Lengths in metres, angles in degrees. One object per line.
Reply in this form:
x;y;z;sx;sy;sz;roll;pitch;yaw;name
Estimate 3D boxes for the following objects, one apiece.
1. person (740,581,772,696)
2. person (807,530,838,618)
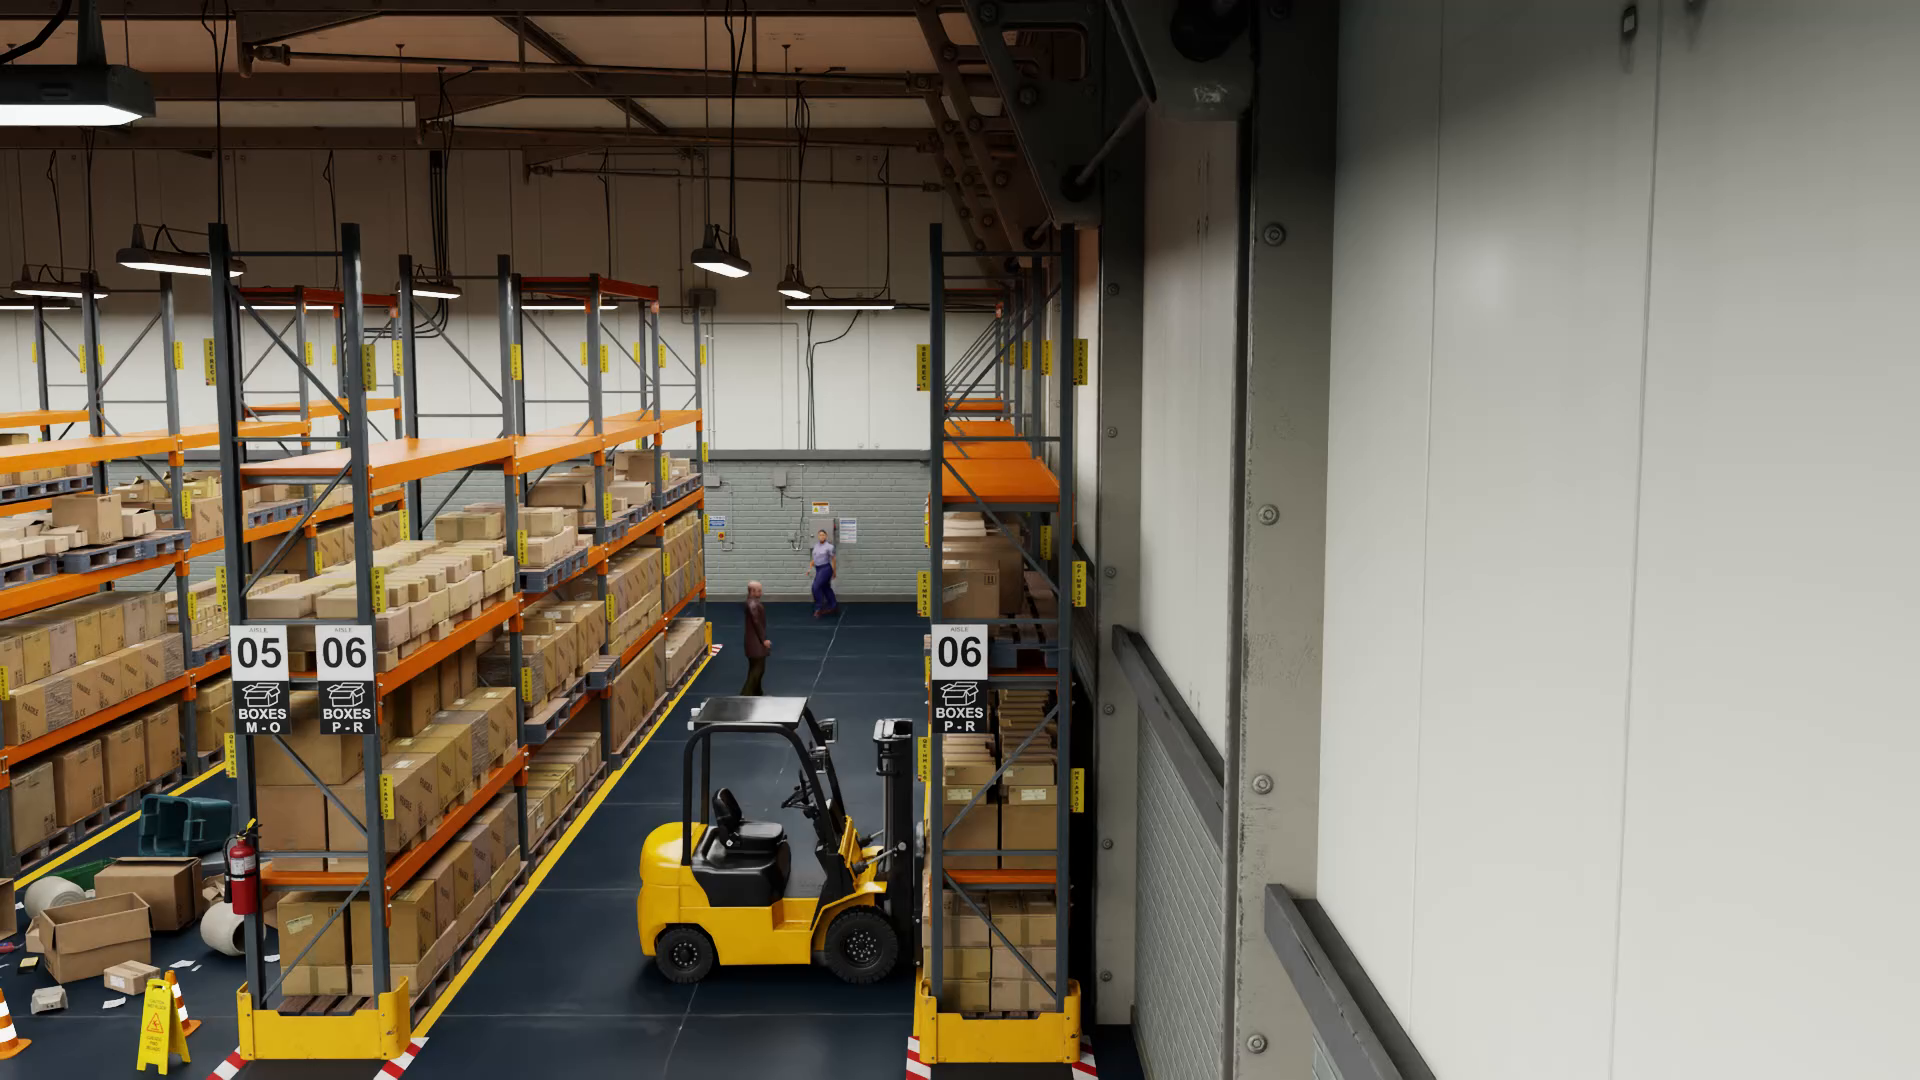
-2.968;1.477;23.988;0.521;1.792;0.579;-2;7;-13;person
-2.633;0.644;31.885;0.616;1.694;0.450;-2;7;-18;person
